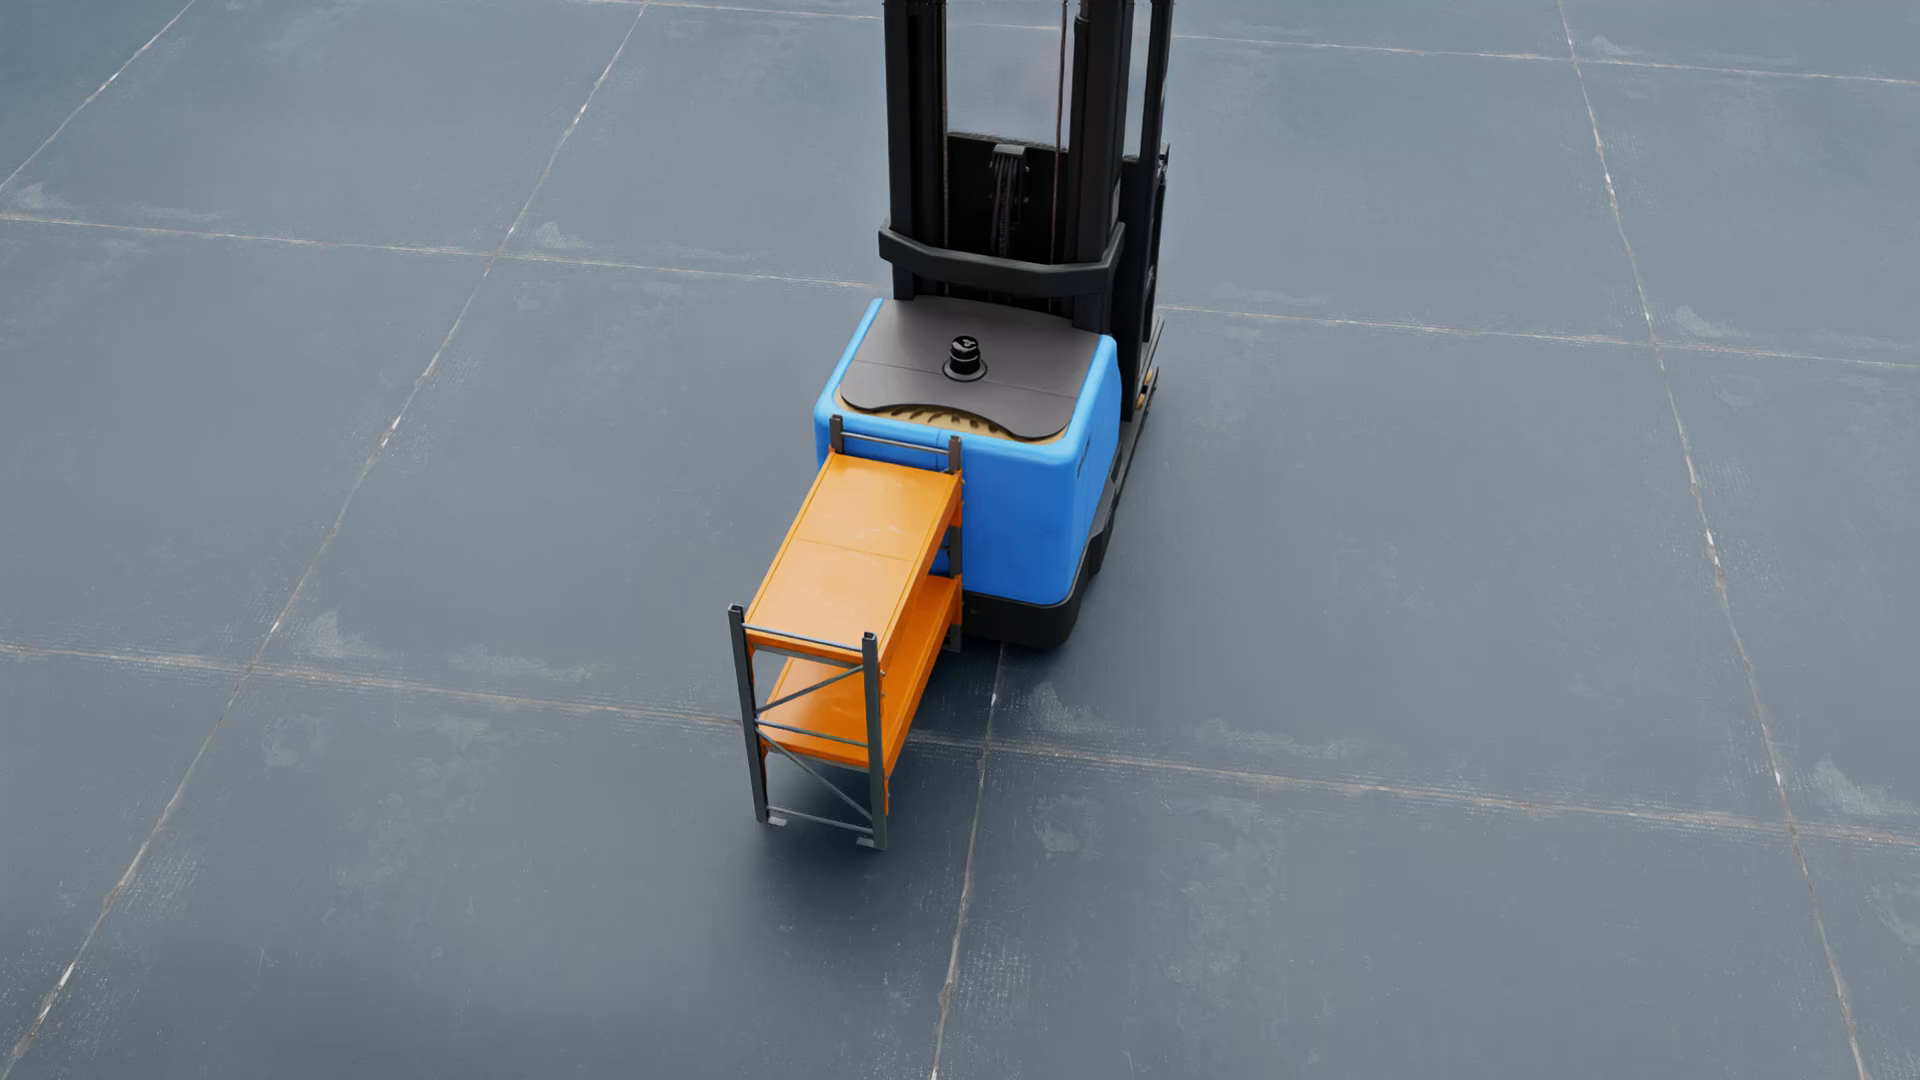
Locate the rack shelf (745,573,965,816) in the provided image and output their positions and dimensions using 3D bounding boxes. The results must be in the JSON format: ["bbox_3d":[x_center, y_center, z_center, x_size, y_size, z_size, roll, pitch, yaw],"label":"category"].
[{"bbox_3d":[-0.373,0.512,6.269,0.538,0.278,1.000,11,45,11],"label":"rack shelf"}]

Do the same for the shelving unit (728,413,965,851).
[{"bbox_3d":[-0.373,0.334,6.101,0.538,1.125,1.048,11,45,11],"label":"shelving unit"}]

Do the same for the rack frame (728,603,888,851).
[{"bbox_3d":[-0.510,0.671,5.746,0.500,1.125,0.032,11,45,11],"label":"rack frame"}]

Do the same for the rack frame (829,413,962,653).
[{"bbox_3d":[-0.237,-0.002,6.457,0.500,1.125,0.032,11,45,11],"label":"rack frame"}]

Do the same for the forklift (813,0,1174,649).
[{"bbox_3d":[0.320,-1.655,6.888,1.130,2.935,3.031,11,45,11],"label":"forklift"}]

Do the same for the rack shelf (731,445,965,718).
[{"bbox_3d":[-0.373,0.122,5.900,0.538,0.278,1.000,11,45,11],"label":"rack shelf"}]
